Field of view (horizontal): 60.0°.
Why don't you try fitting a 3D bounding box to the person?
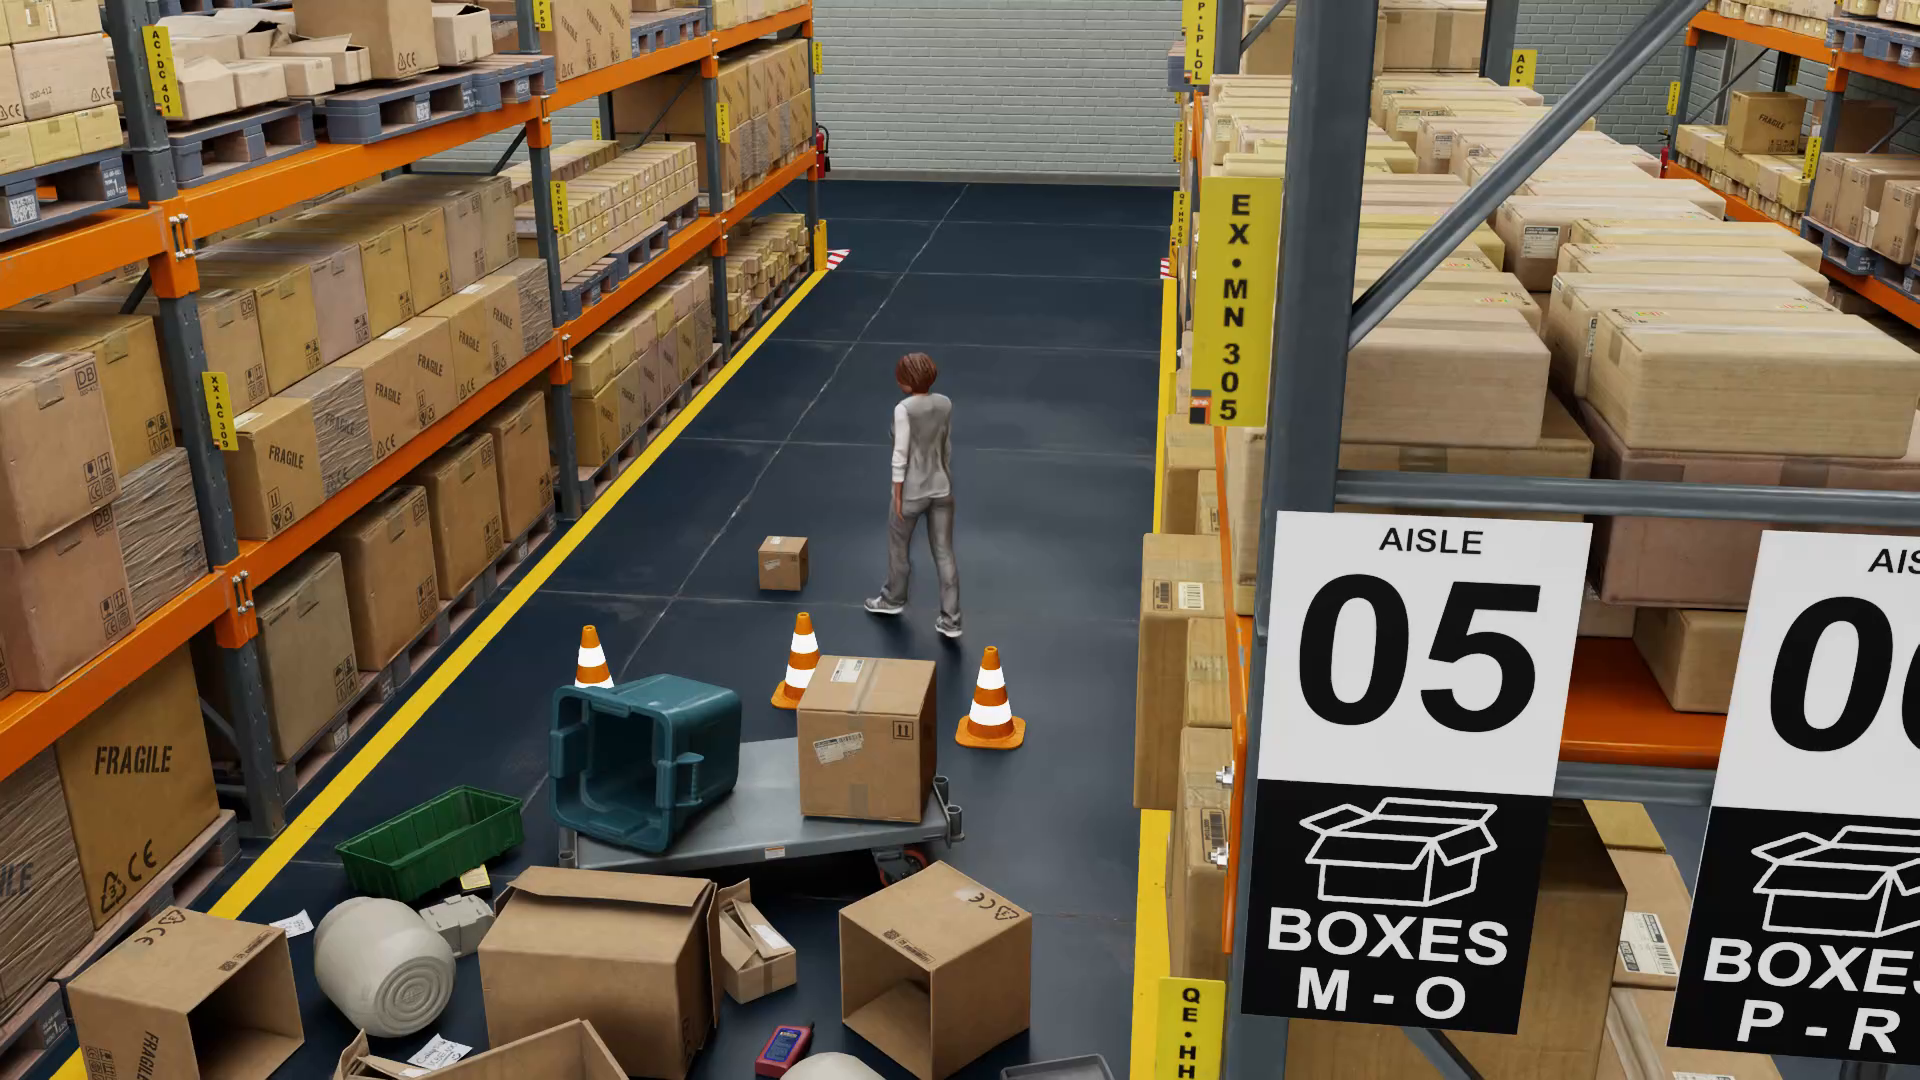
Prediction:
[{"bbox_3d":[-0.214,-0.255,9.233,0.426,1.575,0.766,-12,25,-28],"label":"person"}]
